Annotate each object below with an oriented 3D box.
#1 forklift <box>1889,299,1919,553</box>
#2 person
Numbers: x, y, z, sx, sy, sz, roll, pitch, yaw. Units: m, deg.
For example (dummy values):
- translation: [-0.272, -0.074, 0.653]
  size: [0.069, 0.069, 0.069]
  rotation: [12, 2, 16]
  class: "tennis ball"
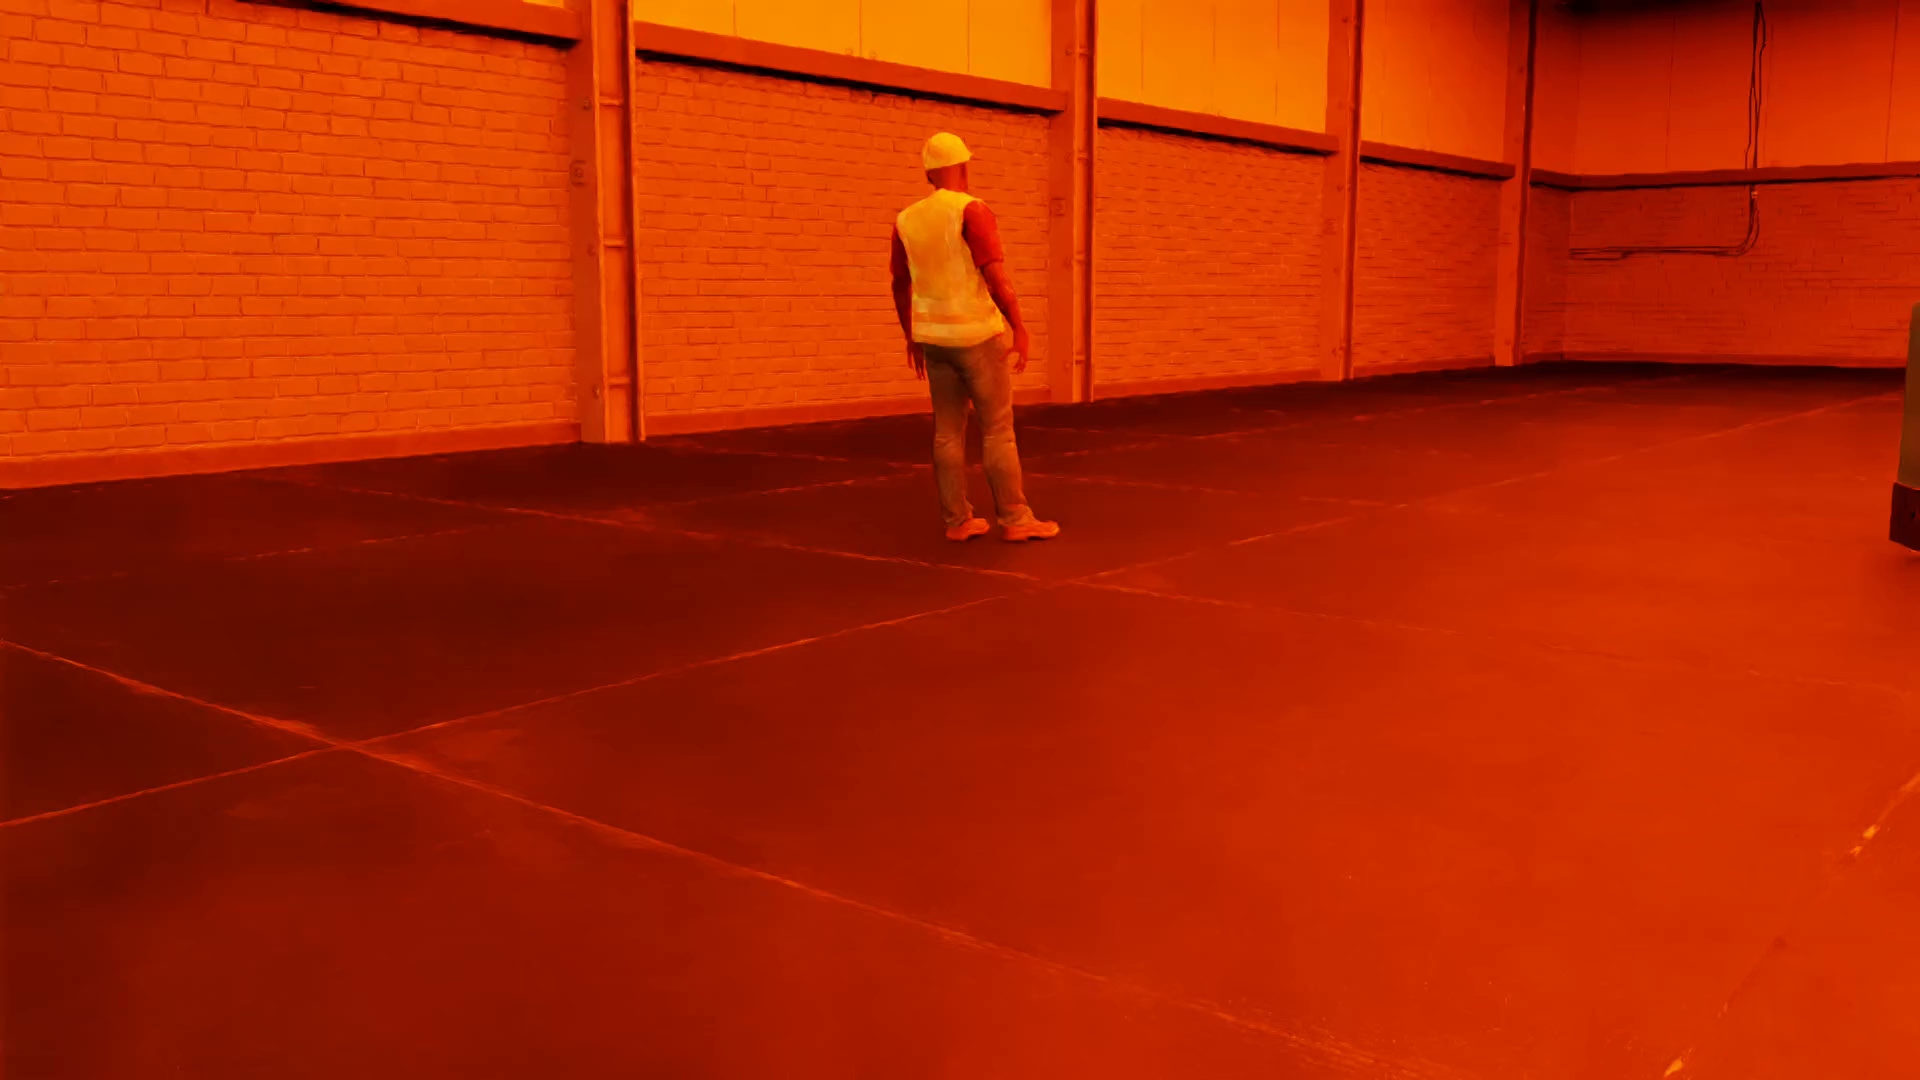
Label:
- translation: [5.251, -1.272, 5.977]
  size: [3.031, 2.935, 1.130]
  rotation: [2, 9, 13]
  class: "forklift"
- translation: [0.048, -0.888, 7.326]
  size: [0.665, 1.766, 0.576]
  rotation: [7, 11, 38]
  class: "person"
